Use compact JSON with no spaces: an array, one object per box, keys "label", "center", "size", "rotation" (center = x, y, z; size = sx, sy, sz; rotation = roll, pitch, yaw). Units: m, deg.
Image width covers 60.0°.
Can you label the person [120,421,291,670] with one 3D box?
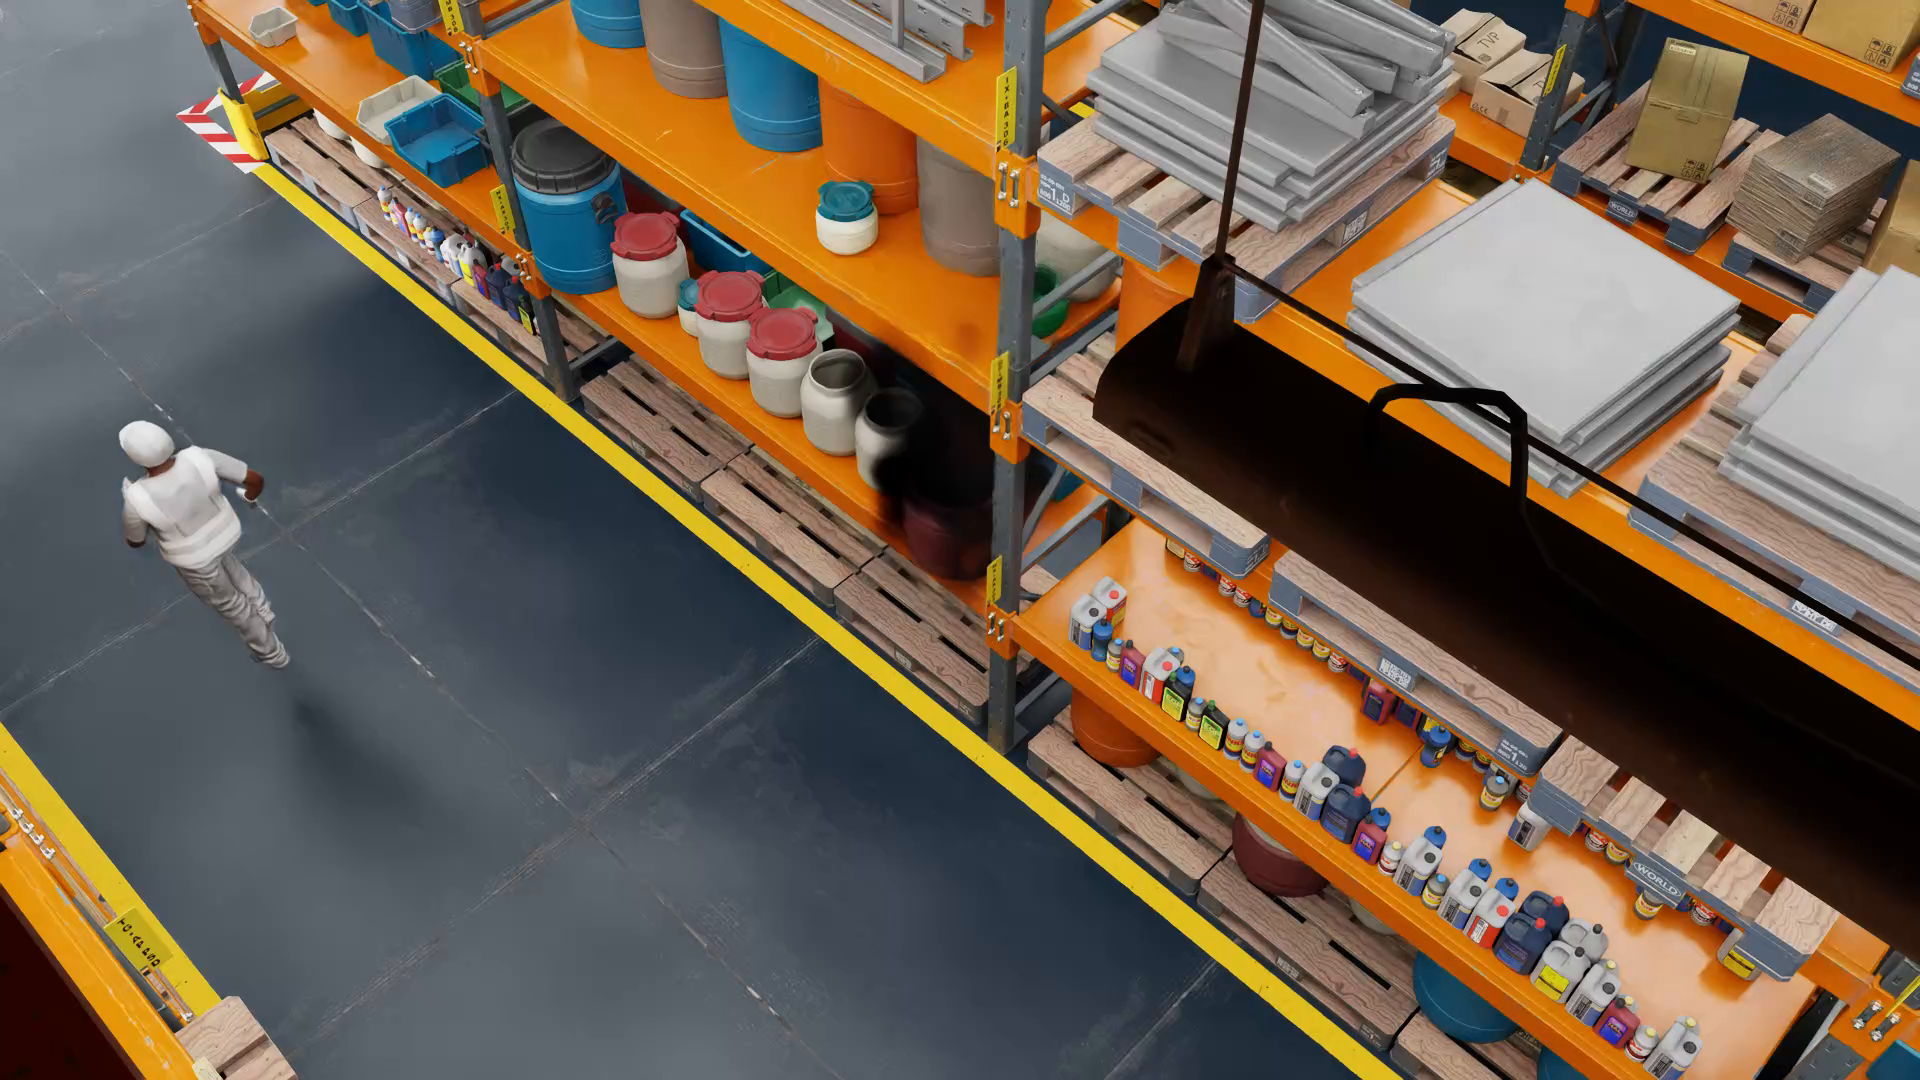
[{"label":"person","center":[-4.048,0.013,8.869],"size":[0.709,1.864,0.656],"rotation":[25,54,19]}]
